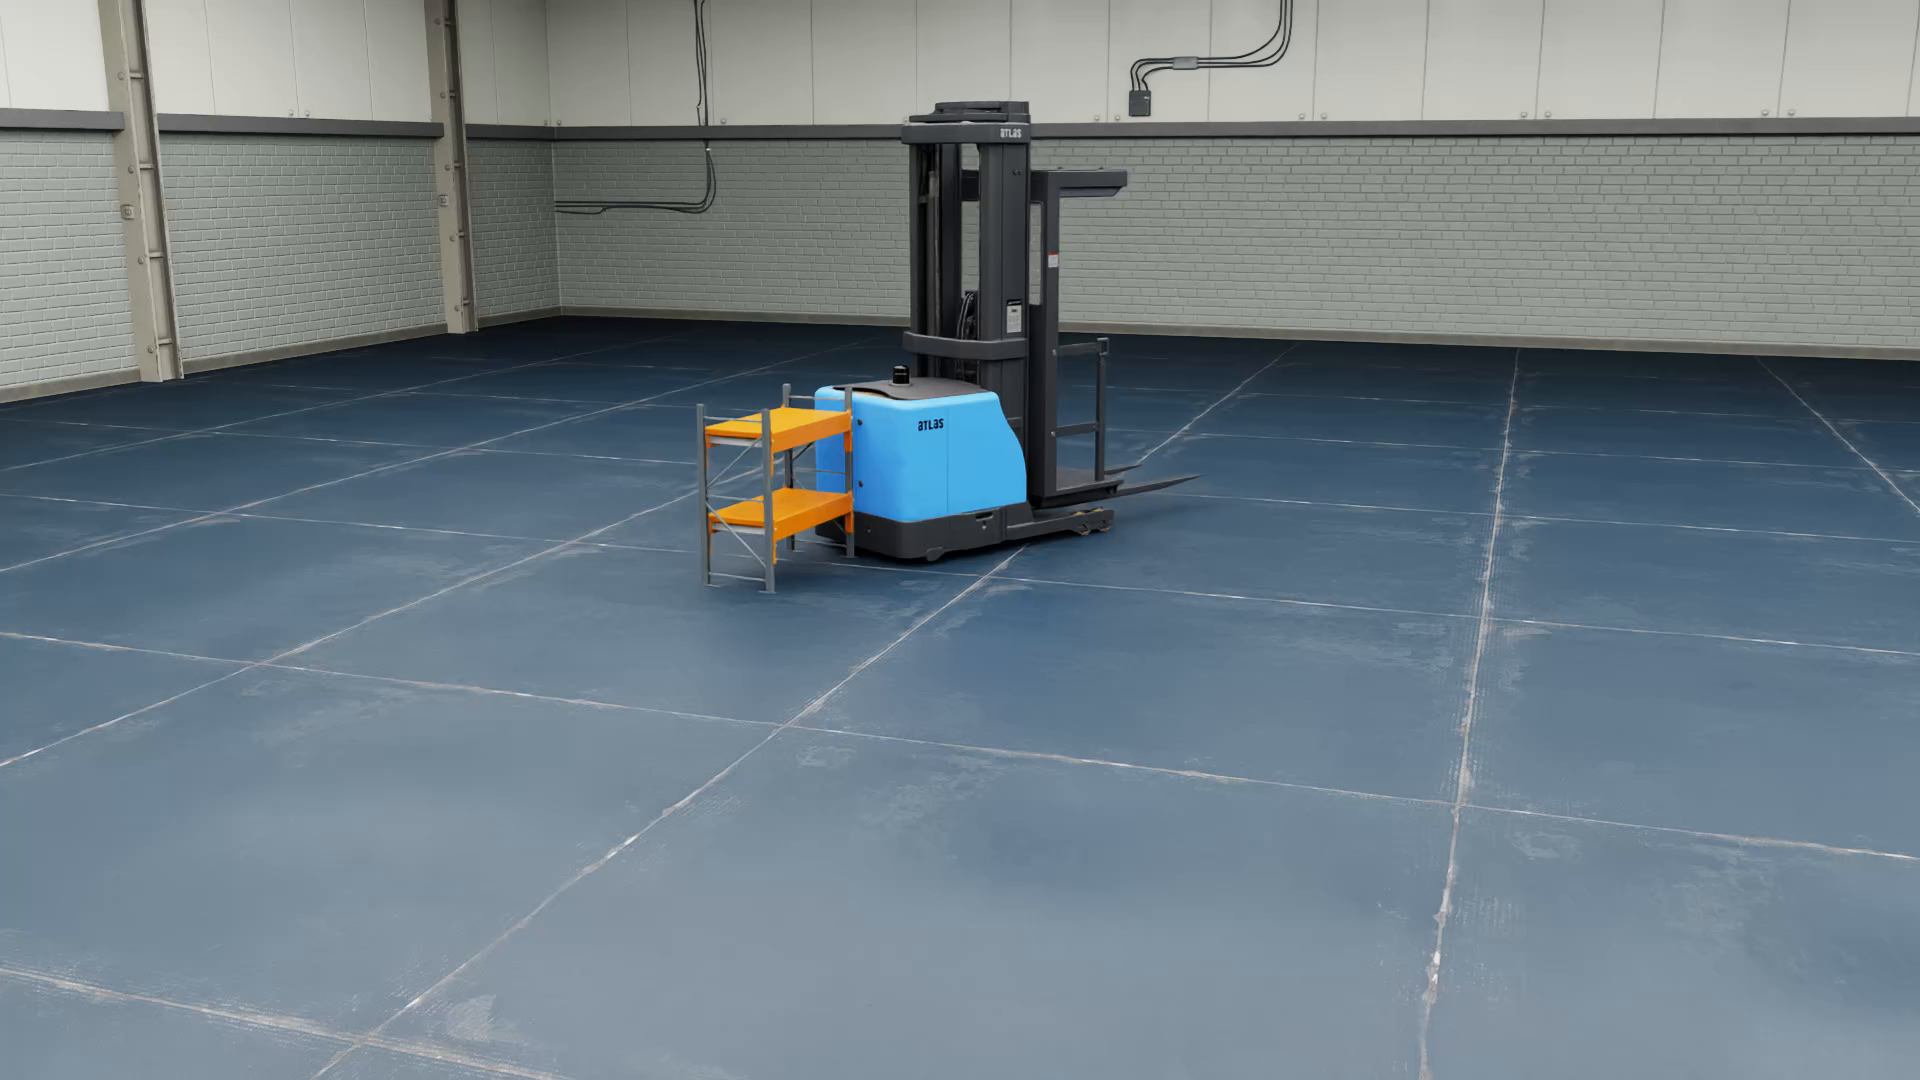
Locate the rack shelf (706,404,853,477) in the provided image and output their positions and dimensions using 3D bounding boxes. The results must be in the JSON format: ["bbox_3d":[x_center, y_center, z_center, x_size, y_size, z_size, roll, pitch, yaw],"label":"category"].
[{"bbox_3d":[-1.141,-0.633,10.418,0.538,0.278,1.000,6,14,24],"label":"rack shelf"}]

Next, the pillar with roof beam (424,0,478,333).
[{"bbox_3d":[-3.537,-7.261,23.077,9.100,9.000,0.400,4,14,18],"label":"pillar with roof beam"}]

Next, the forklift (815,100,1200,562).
[{"bbox_3d":[0.458,-1.538,11.638,3.031,2.935,1.130,-11,17,-39],"label":"forklift"}]

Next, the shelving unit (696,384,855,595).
[{"bbox_3d":[-1.141,-0.348,10.483,0.538,1.125,1.048,6,14,24],"label":"shelving unit"}]

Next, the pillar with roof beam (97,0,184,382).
[{"bbox_3d":[-5.479,-5.998,17.542,9.100,9.000,0.400,4,14,18],"label":"pillar with roof beam"}]

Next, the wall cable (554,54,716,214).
[{"bbox_3d":[-5.406,-6.582,27.081,3.097,2.526,0.112,4,14,18],"label":"wall cable"}]

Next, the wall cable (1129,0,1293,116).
[{"bbox_3d":[3.571,-9.067,23.348,2.305,6.003,0.169,4,14,18],"label":"wall cable"}]

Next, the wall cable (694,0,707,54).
[{"bbox_3d":[-2.847,-8.850,25.666,3.097,2.526,0.112,4,14,18],"label":"wall cable"}]

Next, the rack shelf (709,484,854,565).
[{"bbox_3d":[-1.141,-0.109,10.537,0.538,0.278,1.000,6,14,24],"label":"rack shelf"}]

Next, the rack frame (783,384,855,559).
[{"bbox_3d":[-0.929,-0.450,10.933,0.500,1.125,0.032,6,14,24],"label":"rack frame"}]

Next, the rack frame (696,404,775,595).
[{"bbox_3d":[-1.354,-0.245,10.033,0.500,1.125,0.032,6,14,24],"label":"rack frame"}]
